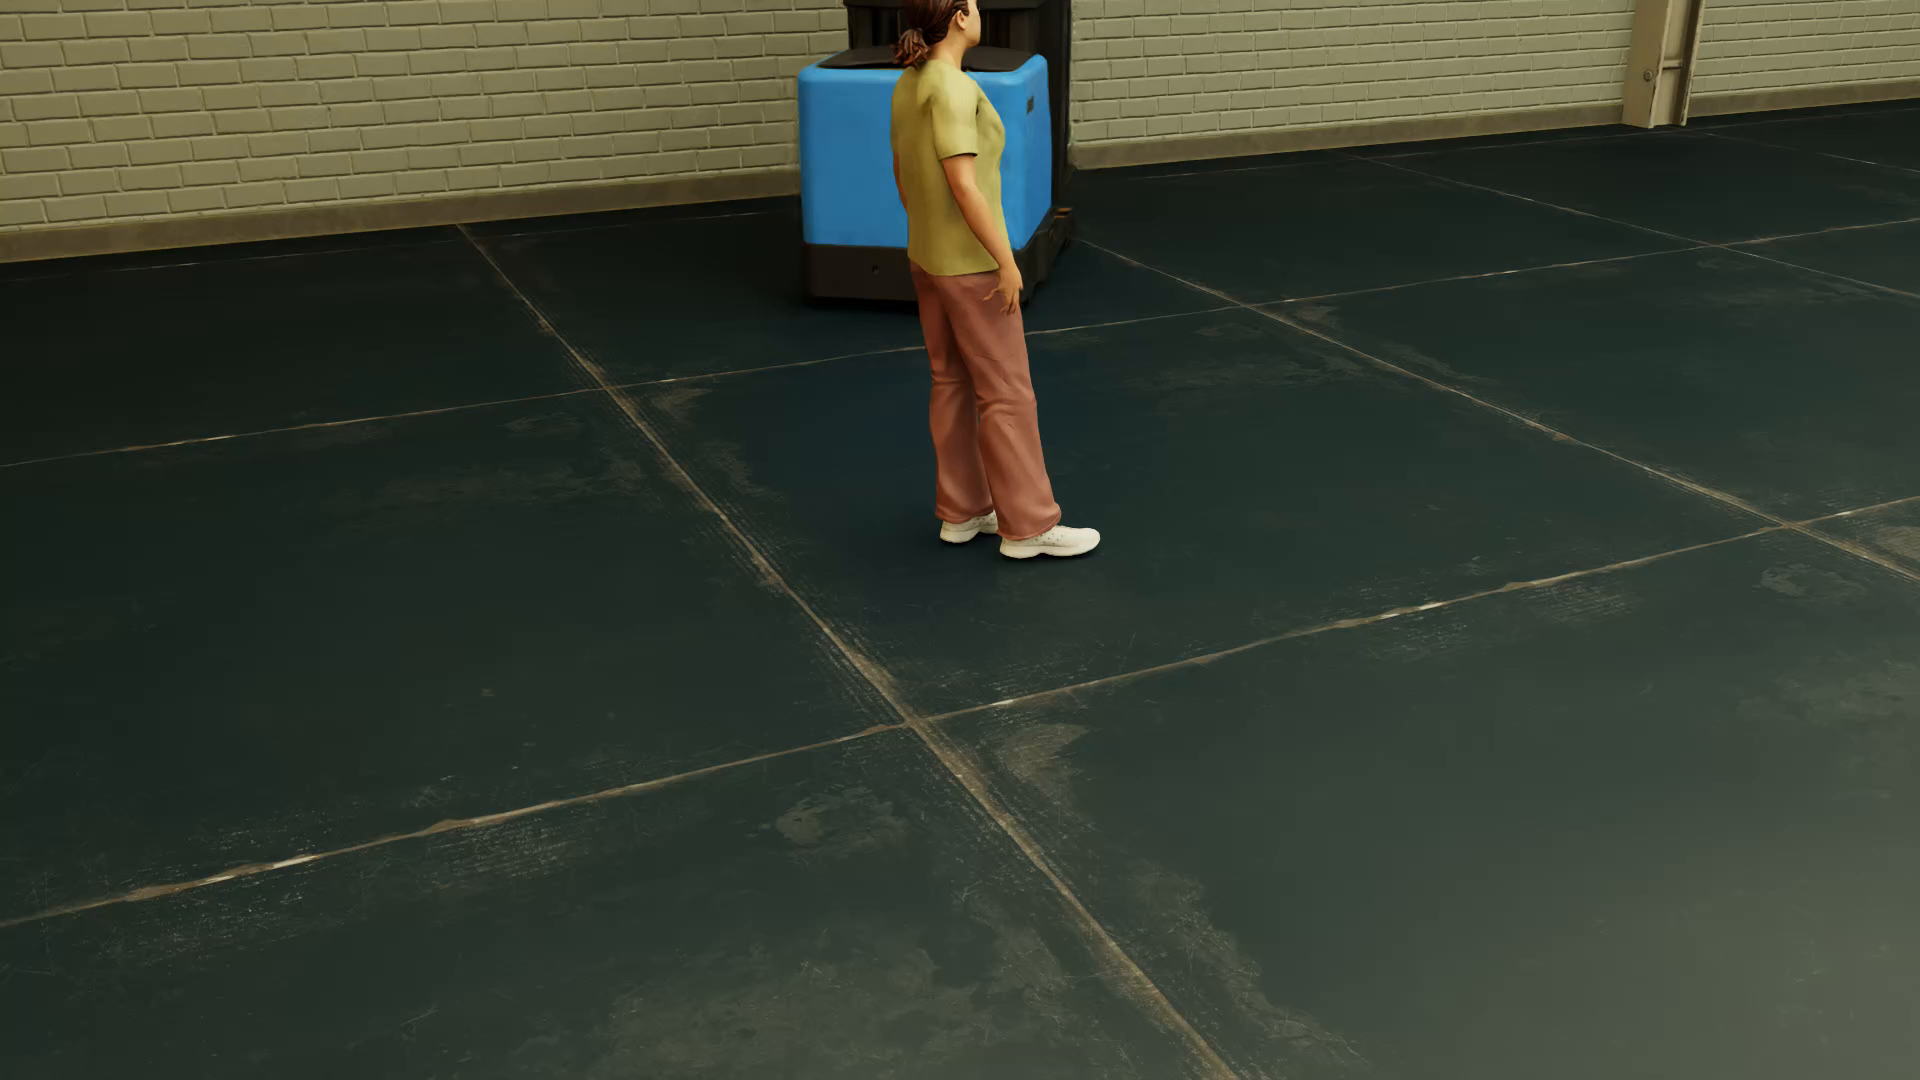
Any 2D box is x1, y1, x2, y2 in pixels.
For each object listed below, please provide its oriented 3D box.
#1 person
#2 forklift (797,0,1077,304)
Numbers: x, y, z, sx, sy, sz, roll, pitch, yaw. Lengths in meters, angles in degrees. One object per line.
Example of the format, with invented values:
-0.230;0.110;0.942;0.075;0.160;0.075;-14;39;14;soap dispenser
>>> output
0.072;-0.783;4.804;0.548;1.661;0.553;-10;25;-23;person
0.027;-2.940;8.364;1.130;2.935;3.031;4;23;9;forklift
